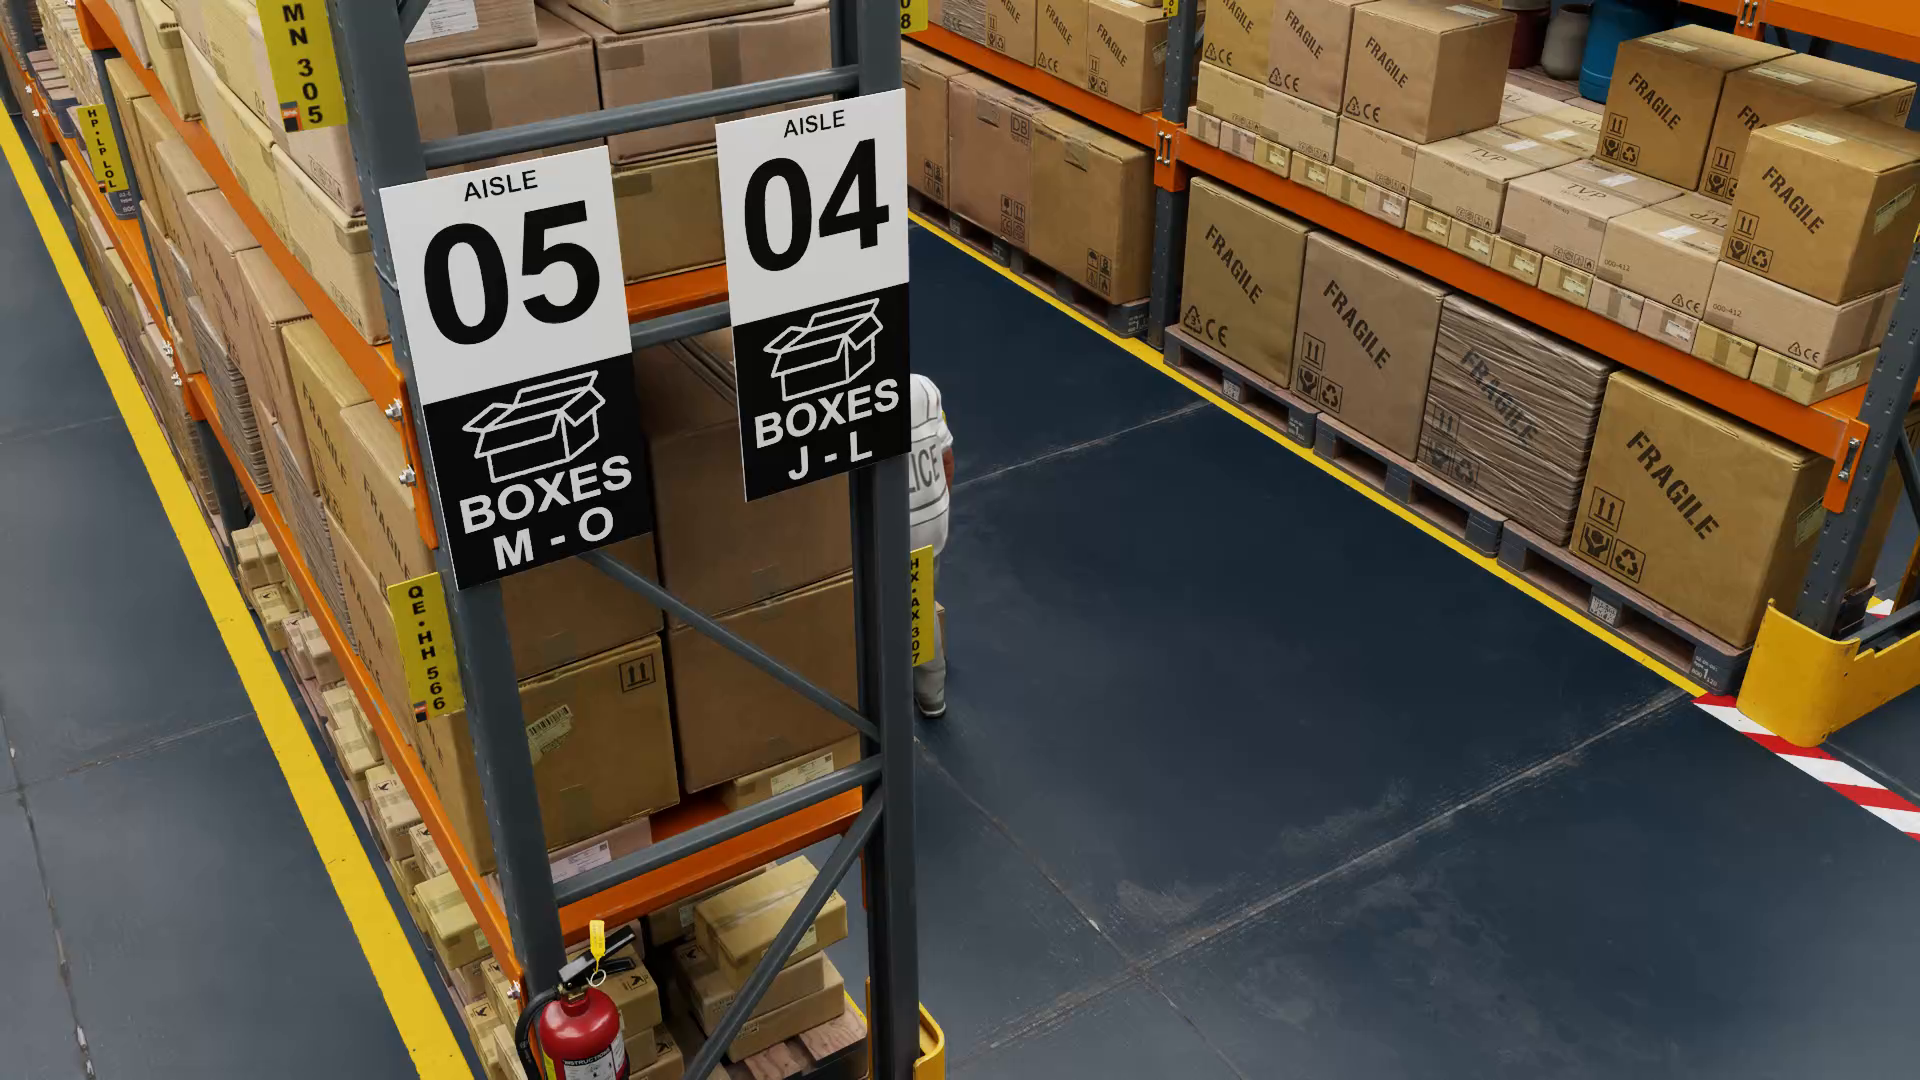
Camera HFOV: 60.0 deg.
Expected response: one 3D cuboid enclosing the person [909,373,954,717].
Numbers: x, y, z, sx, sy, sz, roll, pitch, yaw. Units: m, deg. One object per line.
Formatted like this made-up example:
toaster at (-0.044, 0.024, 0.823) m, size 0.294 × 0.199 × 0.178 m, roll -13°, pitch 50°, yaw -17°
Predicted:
person at (-0.279, -0.017, 6.157) m, size 0.585 × 1.747 × 0.436 m, roll -21°, pitch 38°, yaw -30°
